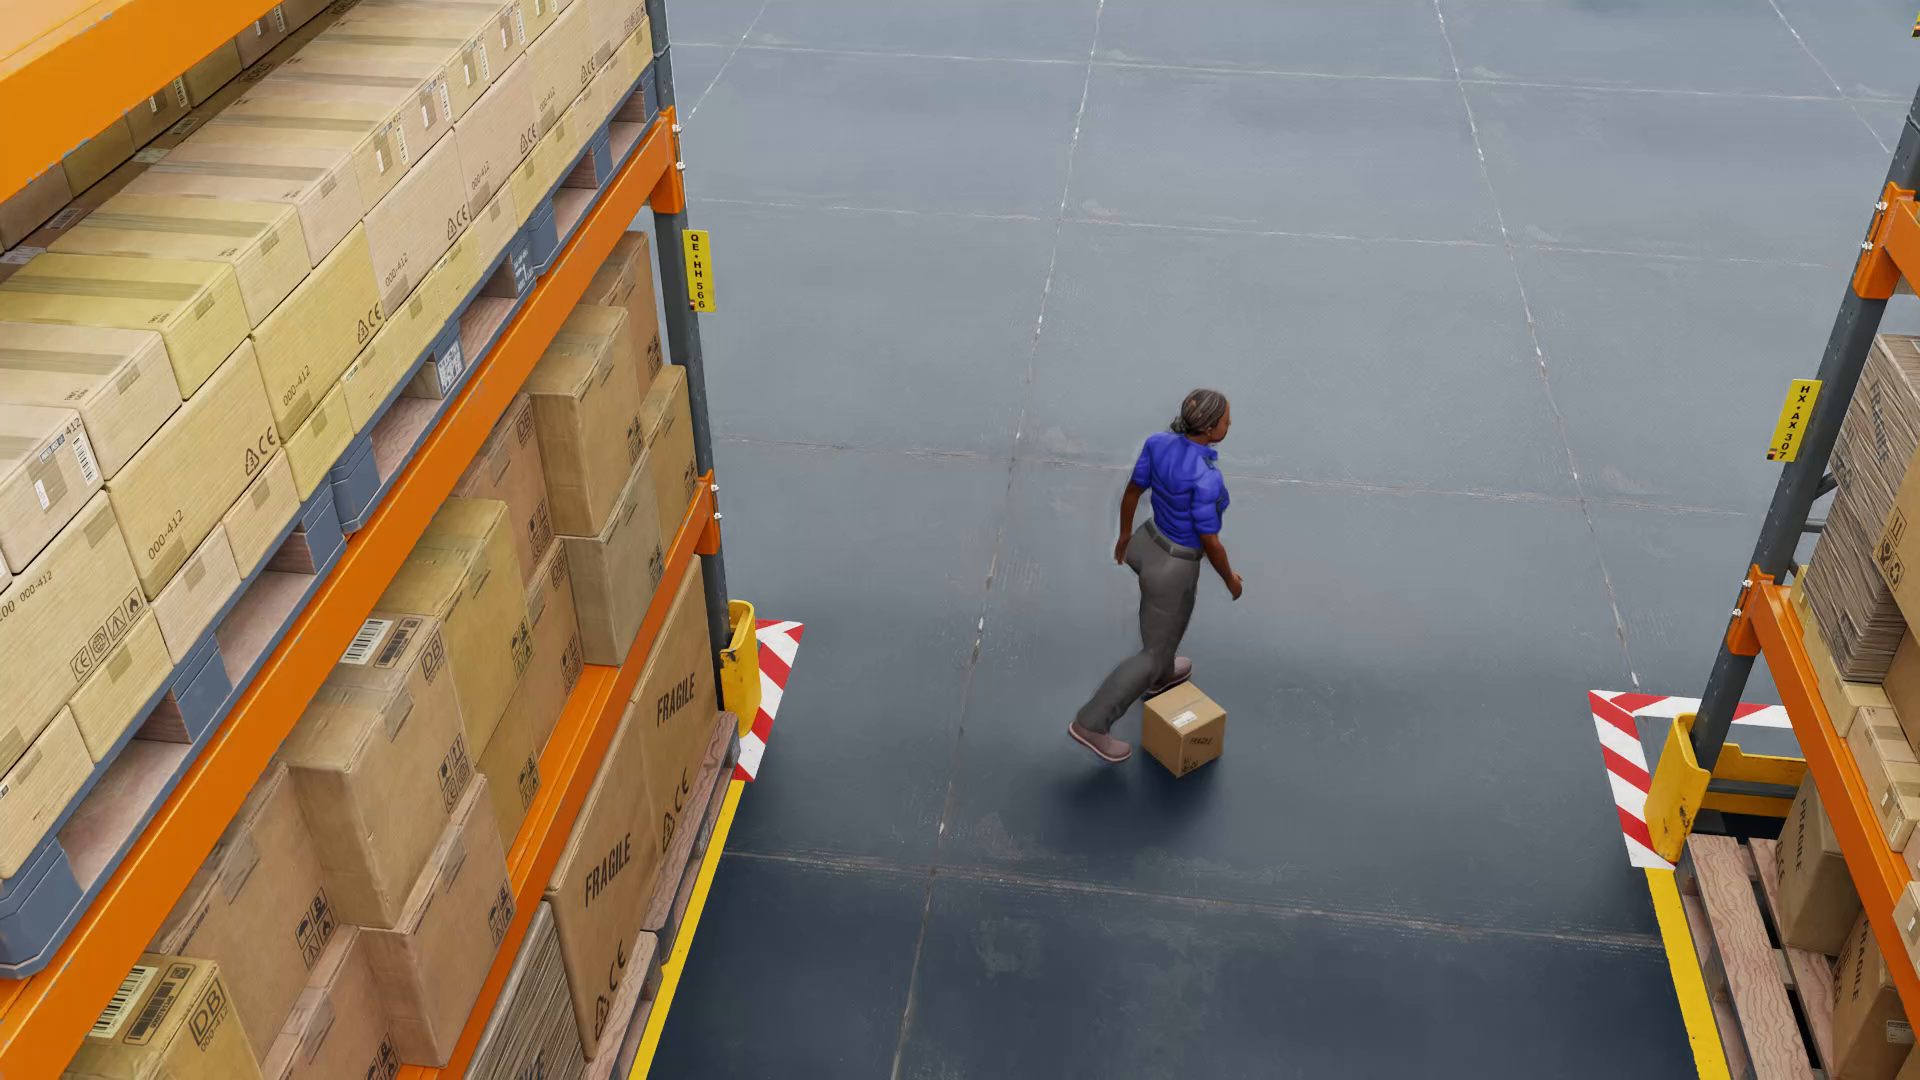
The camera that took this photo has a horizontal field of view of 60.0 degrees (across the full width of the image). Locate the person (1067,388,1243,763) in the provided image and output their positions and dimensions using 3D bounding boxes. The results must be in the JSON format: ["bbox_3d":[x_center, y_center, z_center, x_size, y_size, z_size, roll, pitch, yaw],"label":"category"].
[{"bbox_3d":[0.766,0.129,6.882,0.789,1.606,0.573,-14,39,-19],"label":"person"}]
